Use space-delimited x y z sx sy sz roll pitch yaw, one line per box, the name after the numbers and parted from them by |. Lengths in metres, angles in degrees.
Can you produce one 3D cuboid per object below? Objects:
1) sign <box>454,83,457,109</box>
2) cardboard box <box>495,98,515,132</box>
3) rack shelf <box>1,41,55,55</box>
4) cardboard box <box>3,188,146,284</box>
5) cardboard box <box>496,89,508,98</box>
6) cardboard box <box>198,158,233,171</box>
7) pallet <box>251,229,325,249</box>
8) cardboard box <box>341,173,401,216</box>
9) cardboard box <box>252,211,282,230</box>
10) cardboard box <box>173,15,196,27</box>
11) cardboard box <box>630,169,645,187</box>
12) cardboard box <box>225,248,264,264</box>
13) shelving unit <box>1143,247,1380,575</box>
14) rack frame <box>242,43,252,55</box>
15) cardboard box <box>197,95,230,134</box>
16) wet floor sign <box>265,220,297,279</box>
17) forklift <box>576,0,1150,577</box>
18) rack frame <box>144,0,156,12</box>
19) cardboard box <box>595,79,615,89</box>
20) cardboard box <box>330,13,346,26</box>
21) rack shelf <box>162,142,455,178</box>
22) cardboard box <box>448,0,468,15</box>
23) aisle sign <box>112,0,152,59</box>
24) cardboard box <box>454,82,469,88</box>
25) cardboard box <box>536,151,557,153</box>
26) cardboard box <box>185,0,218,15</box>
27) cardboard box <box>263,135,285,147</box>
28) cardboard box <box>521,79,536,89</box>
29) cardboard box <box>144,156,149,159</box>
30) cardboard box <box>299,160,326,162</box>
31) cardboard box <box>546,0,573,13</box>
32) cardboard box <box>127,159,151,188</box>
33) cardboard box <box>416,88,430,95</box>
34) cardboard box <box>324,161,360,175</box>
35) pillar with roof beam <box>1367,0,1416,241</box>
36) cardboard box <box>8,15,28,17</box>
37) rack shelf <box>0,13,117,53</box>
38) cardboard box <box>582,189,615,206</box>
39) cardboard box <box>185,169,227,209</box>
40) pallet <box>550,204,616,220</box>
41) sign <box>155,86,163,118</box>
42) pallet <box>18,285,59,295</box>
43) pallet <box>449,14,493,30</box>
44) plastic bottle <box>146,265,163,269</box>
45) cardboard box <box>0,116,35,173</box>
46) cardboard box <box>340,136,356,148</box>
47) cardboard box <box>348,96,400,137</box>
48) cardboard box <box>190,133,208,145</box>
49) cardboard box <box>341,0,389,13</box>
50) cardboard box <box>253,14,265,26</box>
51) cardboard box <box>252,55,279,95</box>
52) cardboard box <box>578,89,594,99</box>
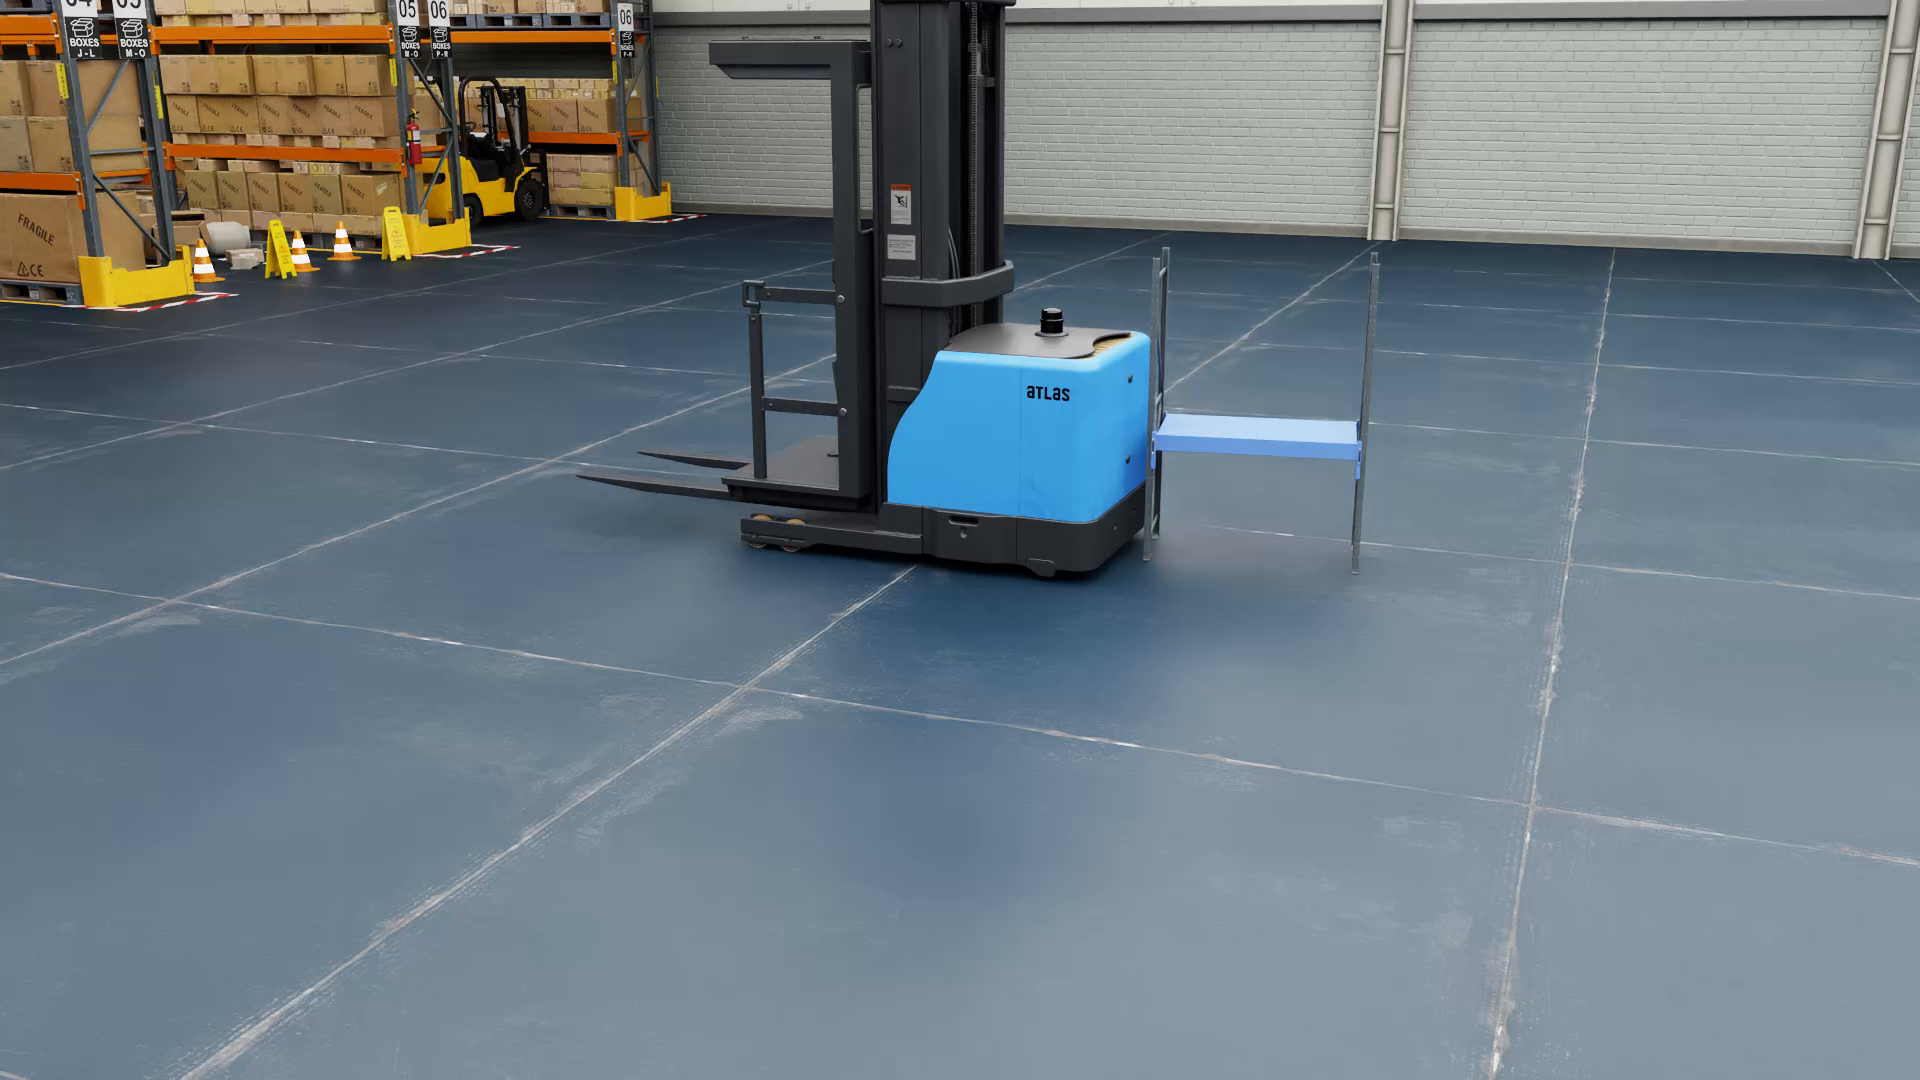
-6.612 -5.794 21.699 0.005 0.325 0.100 6 17 21 | sign
-6.975 -6.712 26.235 0.500 0.500 0.500 6 17 21 | cardboard box
-18.017 -9.053 30.386 4.000 0.370 1.077 6 17 21 | rack shelf
-9.188 -3.177 17.295 0.875 0.875 0.875 6 17 21 | cardboard box
-7.083 -7.030 26.166 0.250 0.149 0.380 6 17 19 | cardboard box
-9.988 -5.041 22.328 0.250 0.149 0.380 7 17 21 | cardboard box
-8.756 -4.124 22.500 1.213 0.211 1.003 6 17 21 | pallet
-7.652 -4.493 21.605 0.500 0.500 0.500 6 17 21 | cardboard box
-9.087 -4.292 22.258 0.500 0.250 0.500 6 17 20 | cardboard box
-10.110 -6.829 21.888 0.250 0.149 0.380 6 17 21 | cardboard box
-5.354 -5.749 26.377 0.500 0.250 0.500 7 17 22 | cardboard box
-8.771 -3.479 20.390 0.380 0.149 0.250 -12 20 -37 | cardboard box
1.480 -0.651 8.228 1.048 1.500 0.538 4 17 12 | shelving unit
-12.435 -7.344 28.590 0.127 3.000 1.000 6 17 21 | rack frame
-9.750 -5.675 22.129 0.500 0.500 0.500 6 17 20 | cardboard box
-7.780 -3.324 18.964 0.232 0.644 0.267 3 17 11 | wet floor sign
-0.581 -1.474 8.495 3.031 2.935 1.130 7 17 21 | forklift
-10.532 -8.528 21.908 0.127 3.000 1.000 6 17 21 | rack frame
-5.404 -7.010 25.563 0.250 0.149 0.380 6 17 21 | cardboard box
-7.724 -6.575 21.010 0.250 0.149 0.380 7 18 22 | cardboard box
-8.672 -5.097 22.140 4.000 0.370 1.077 6 17 21 | rack shelf
-8.030 -8.434 26.191 0.500 0.311 0.500 7 17 22 | cardboard box
-8.357 -5.263 16.758 0.004 0.787 0.394 6 17 21 | aisle sign
-7.808 -7.247 26.381 0.250 0.149 0.380 7 17 22 | cardboard box
-6.773 -6.143 26.840 0.500 0.250 0.500 6 17 20 | cardboard box
-9.740 -6.992 21.733 0.500 0.250 0.500 6 17 20 | cardboard box
-8.926 -5.259 21.859 0.250 0.149 0.380 6 17 20 | cardboard box
-6.628 -7.114 25.923 0.250 0.149 0.380 7 17 22 | cardboard box
-14.211 -6.784 29.230 0.250 0.149 0.380 5 17 18 | cardboard box
-10.623 -6.204 28.170 0.625 0.625 0.875 6 17 18 | cardboard box
-6.111 -8.183 25.409 0.258 0.266 0.396 6 17 21 | cardboard box
-14.347 -6.488 29.371 0.500 0.500 0.500 6 17 19 | cardboard box
-8.514 -7.193 26.729 0.250 0.149 0.380 6 17 20 | cardboard box
-8.018 -4.825 21.584 0.250 0.149 0.380 7 18 22 | cardboard box
4.273 -7.367 17.911 0.400 9.000 9.100 6 17 21 | pillar with roof beam
-12.824 -7.398 23.210 0.637 0.503 0.797 6 17 21 | cardboard box
-10.394 -5.243 17.264 4.000 0.370 1.077 6 17 21 | rack shelf
-5.546 -5.373 25.979 0.500 0.250 0.500 6 17 21 | cardboard box
-10.082 -4.758 22.516 0.500 0.500 0.500 7 18 23 | cardboard box
-5.720 -5.254 26.392 1.213 0.211 1.003 6 17 21 | pallet
-8.324 -4.541 17.239 0.005 0.325 0.100 6 17 21 | sign
-10.437 -2.791 17.910 1.213 0.211 1.003 6 17 21 | pallet
-7.911 -8.252 26.497 1.213 0.211 1.003 6 17 21 | pallet
-9.557 -3.203 19.597 0.283 0.061 0.133 0 16 1 | plastic bottle
-9.415 -4.092 17.121 0.550 0.550 0.875 6 17 21 | cardboard box
-7.744 -5.129 21.411 0.250 0.149 0.380 6 17 20 | cardboard box
-7.417 -5.413 21.225 0.500 0.500 0.500 6 17 20 | cardboard box
-10.103 -5.398 22.340 0.250 0.149 0.380 7 18 22 | cardboard box
-7.386 -6.732 20.836 0.500 0.250 0.500 6 17 20 | cardboard box
-8.896 -6.713 21.488 0.250 0.149 0.380 6 17 21 | cardboard box
-8.760 -6.071 21.698 0.500 0.500 0.700 6 17 20 | cardboard box
-5.667 -6.866 25.602 0.250 0.149 0.380 7 17 22 | cardboard box
